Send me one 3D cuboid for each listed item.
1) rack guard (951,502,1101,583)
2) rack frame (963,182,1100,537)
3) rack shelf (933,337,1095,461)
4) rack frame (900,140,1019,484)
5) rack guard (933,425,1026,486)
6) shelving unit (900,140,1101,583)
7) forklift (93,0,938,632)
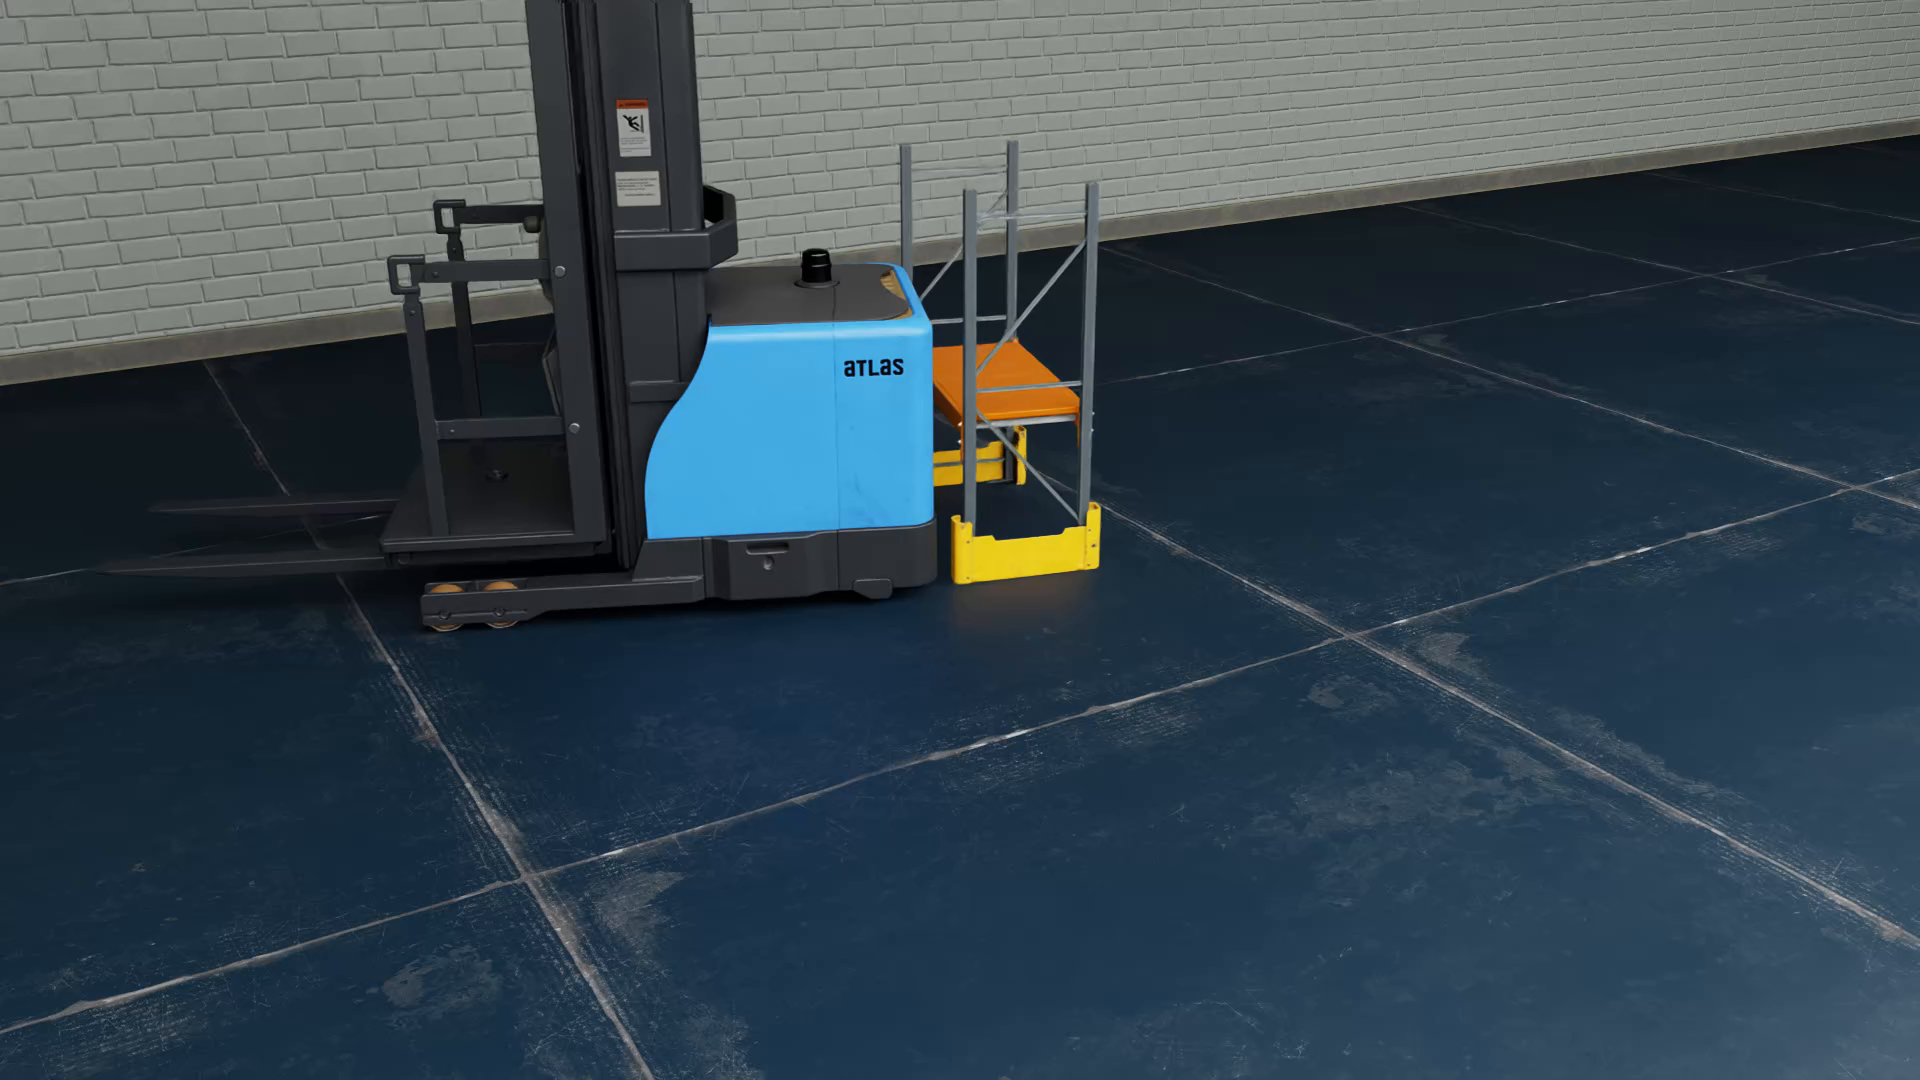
[{"bbox_3d":[0.257,0.010,6.456,0.587,0.250,0.087,-6,23,-14],"label":"rack guard"},{"bbox_3d":[0.257,-0.569,6.220,0.500,1.500,0.032,-6,23,-14],"label":"rack frame"},{"bbox_3d":[0.128,-0.587,6.743,0.538,0.185,1.000,-6,23,-14],"label":"rack shelf"},{"bbox_3d":[-0.001,-0.939,7.130,0.500,1.500,0.032,-6,23,-14],"label":"rack frame"},{"bbox_3d":[0.004,-0.353,7.348,0.587,0.250,0.087,-6,23,-14],"label":"rack guard"},{"bbox_3d":[0.130,-0.751,6.667,0.587,1.500,1.083,-6,23,-14],"label":"shelving unit"},{"bbox_3d":[-1.644,-1.240,5.969,3.031,2.935,1.130,-3,22,-7],"label":"forklift"}]
